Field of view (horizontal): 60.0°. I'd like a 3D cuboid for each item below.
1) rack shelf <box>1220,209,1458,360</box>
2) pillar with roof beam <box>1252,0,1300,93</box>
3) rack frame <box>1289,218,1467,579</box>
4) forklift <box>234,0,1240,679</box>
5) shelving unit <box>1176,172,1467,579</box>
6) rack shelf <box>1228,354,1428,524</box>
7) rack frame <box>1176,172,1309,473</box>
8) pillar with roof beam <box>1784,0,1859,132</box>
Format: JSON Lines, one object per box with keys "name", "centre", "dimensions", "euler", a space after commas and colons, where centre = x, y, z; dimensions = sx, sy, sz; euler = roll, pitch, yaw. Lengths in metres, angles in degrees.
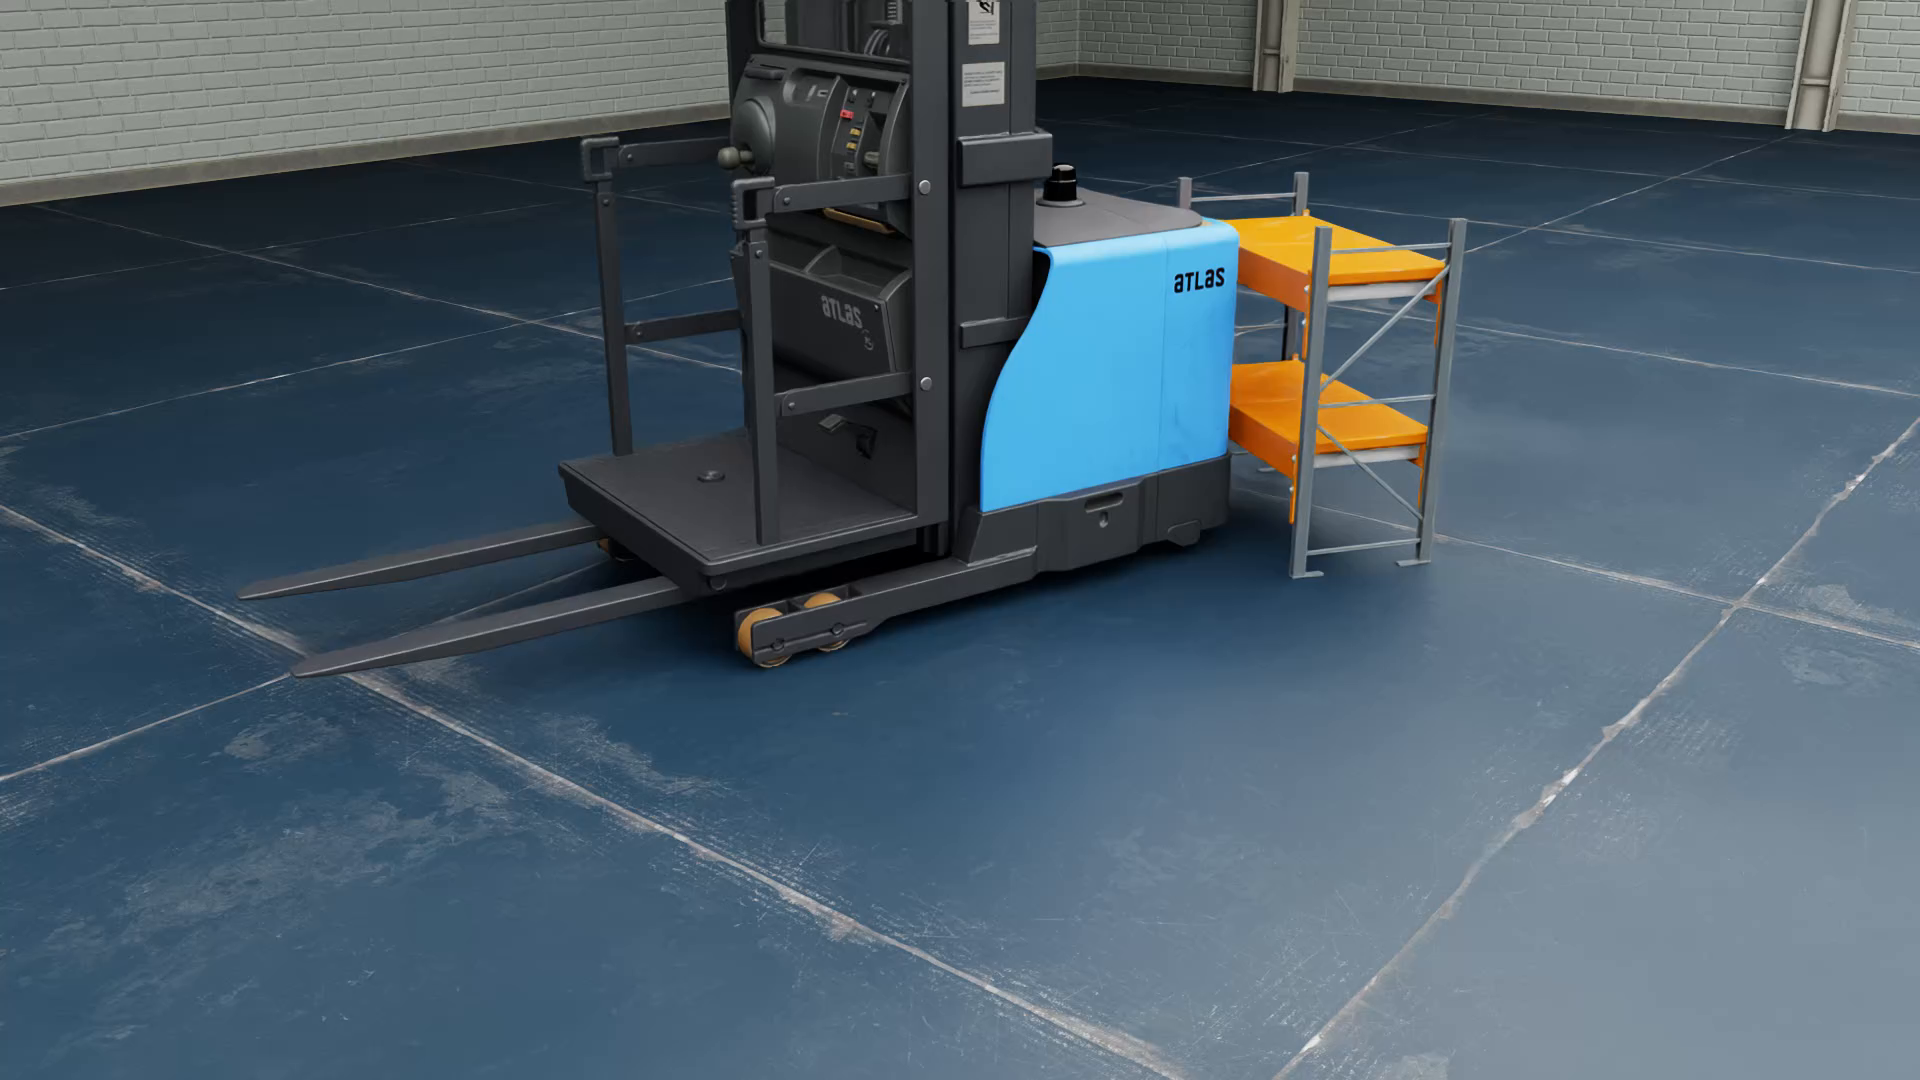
{"name": "rack shelf", "centre": [1.158, -0.877, 5.569], "dimensions": [0.538, 0.278, 1.000], "euler": [-6, 21, -16]}
{"name": "pillar with roof beam", "centre": [1.047, -8.446, 15.311], "dimensions": [0.400, 9.000, 9.100], "euler": [16, 26, 36]}
{"name": "rack frame", "centre": [1.304, -0.431, 5.217], "dimensions": [0.500, 1.125, 0.032], "euler": [-6, 21, -16]}
{"name": "forklift", "centre": [-0.594, -1.222, 4.754], "dimensions": [3.031, 2.935, 1.130], "euler": [-14, 25, -32]}
{"name": "shelving unit", "centre": [1.158, -0.603, 5.672], "dimensions": [0.538, 1.125, 1.048], "euler": [-6, 21, -16]}
{"name": "rack shelf", "centre": [1.158, -0.374, 5.759], "dimensions": [0.538, 0.278, 1.000], "euler": [-6, 21, -16]}
{"name": "rack frame", "centre": [1.012, -0.775, 6.128], "dimensions": [0.500, 1.125, 0.032], "euler": [-6, 21, -16]}
{"name": "pillar with roof beam", "centre": [5.695, -7.107, 11.761], "dimensions": [0.400, 9.000, 9.100], "euler": [16, 26, 36]}
